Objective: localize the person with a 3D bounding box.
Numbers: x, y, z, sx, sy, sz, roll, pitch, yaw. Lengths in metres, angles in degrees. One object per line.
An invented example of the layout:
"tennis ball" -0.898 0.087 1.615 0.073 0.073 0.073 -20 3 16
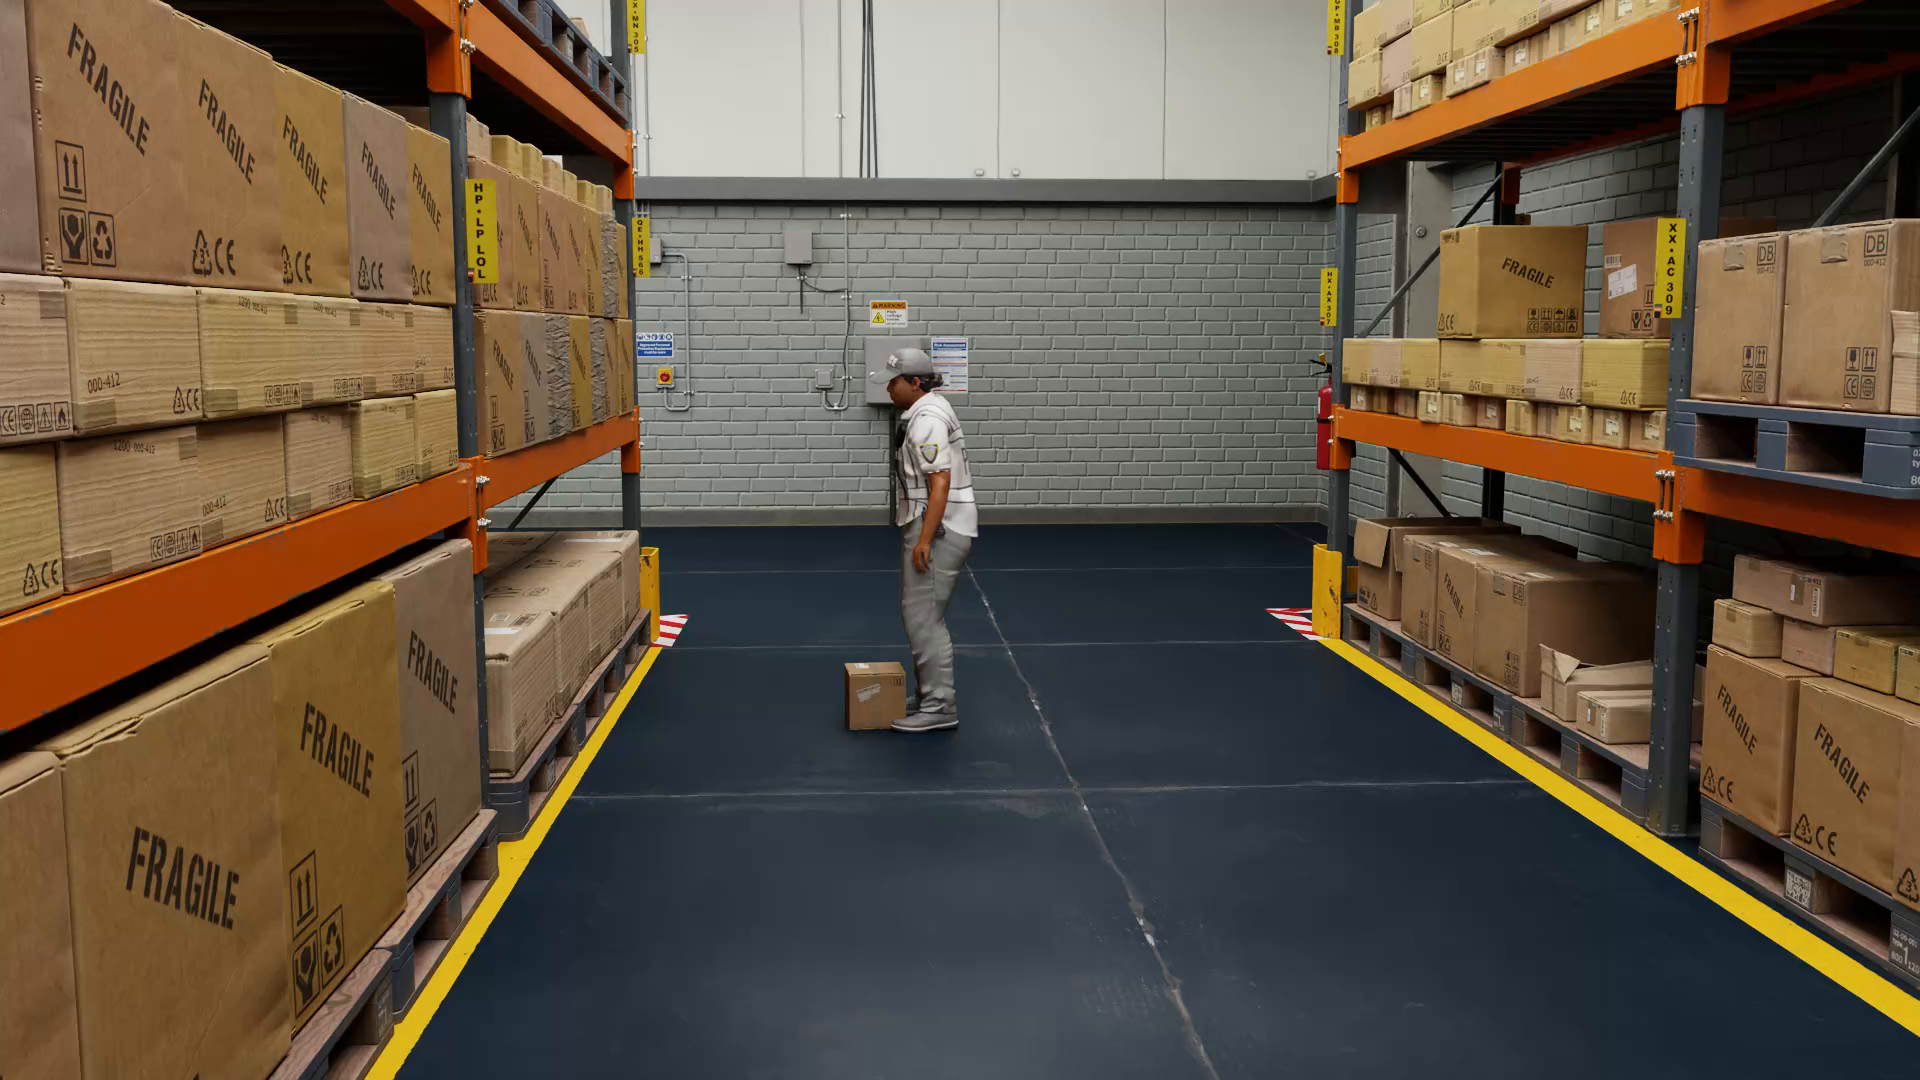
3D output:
"person" -0.163 -0.013 7.329 0.470 1.666 0.544 -1 7 -4
